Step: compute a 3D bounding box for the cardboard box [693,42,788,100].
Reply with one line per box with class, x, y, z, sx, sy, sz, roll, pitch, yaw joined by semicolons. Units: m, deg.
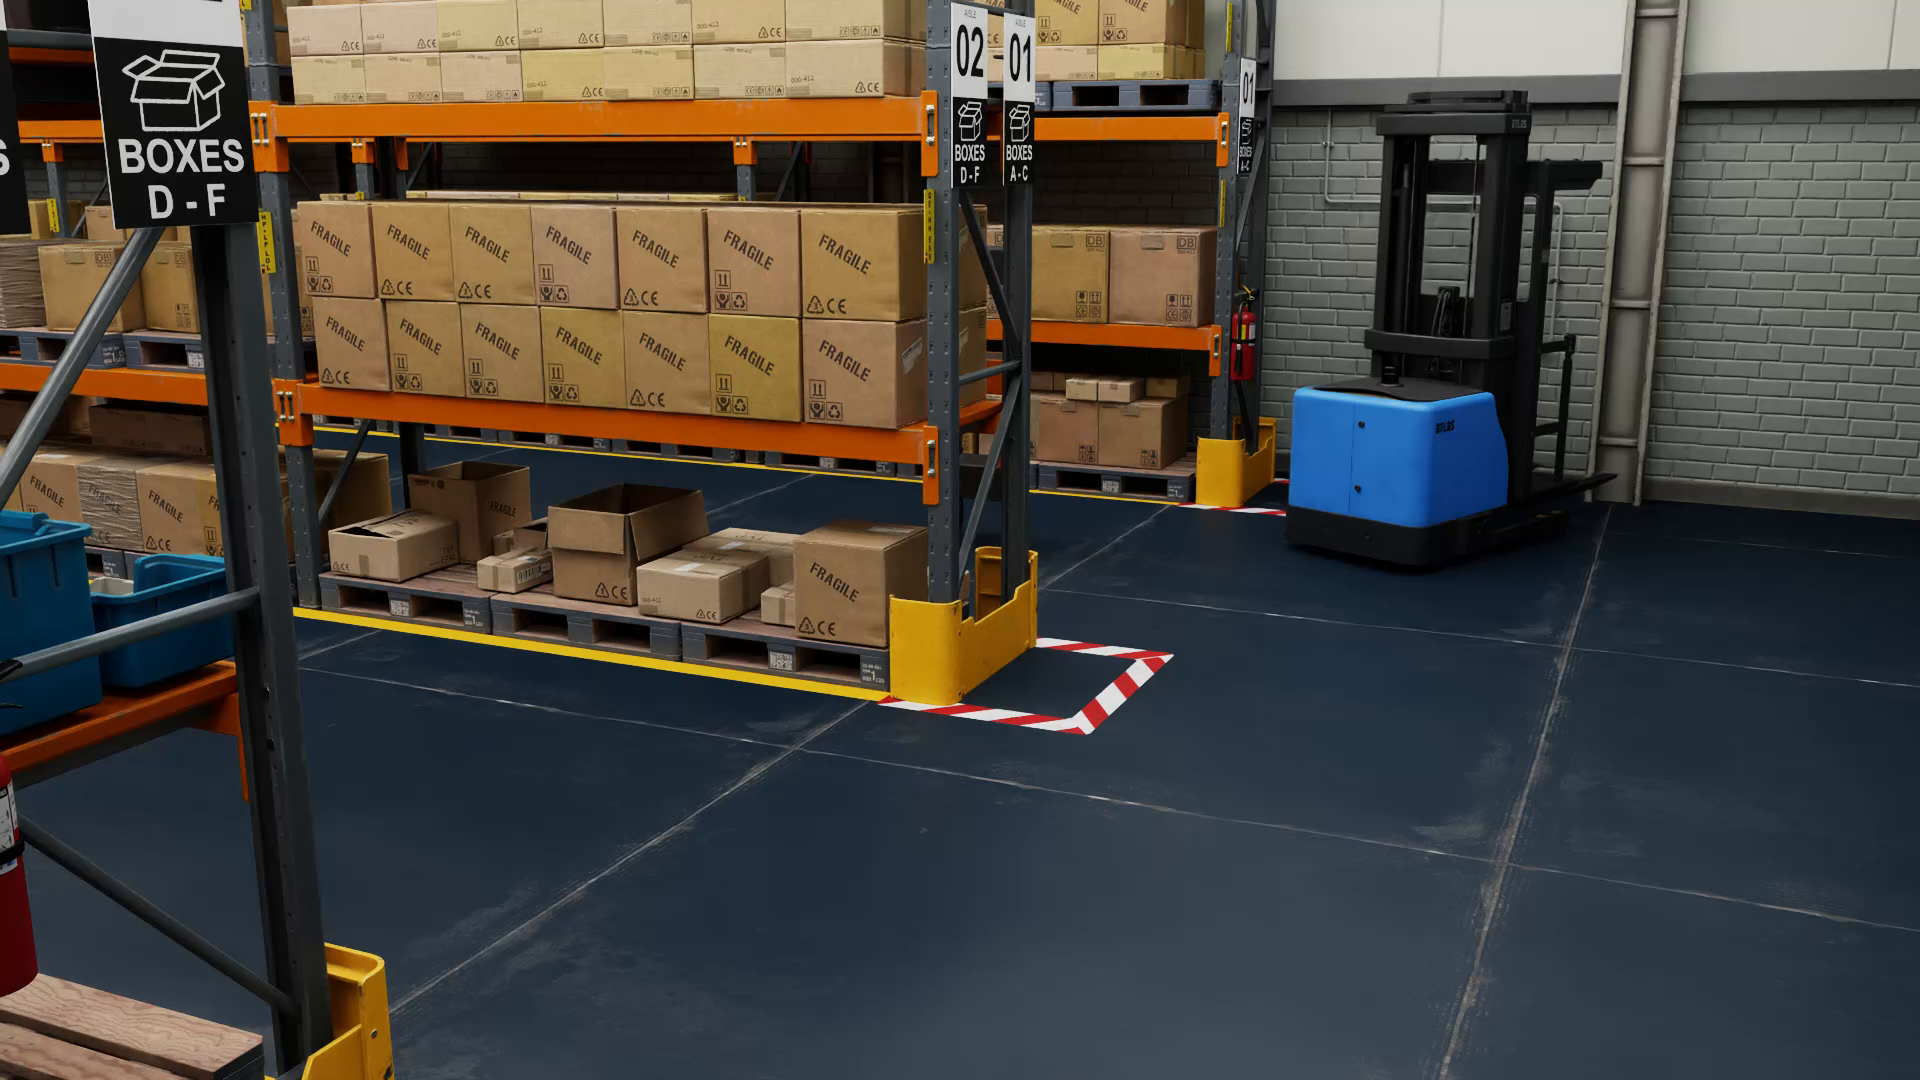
cardboard box;-0.923;-2.226;7.938;0.500;0.250;0.500;6;14;23

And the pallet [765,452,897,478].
pallet;-0.885;-0.759;14.026;1.213;0.211;1.003;6;14;23

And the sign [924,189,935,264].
sign;-0.137;-1.401;7.435;0.005;0.325;0.100;6;14;23

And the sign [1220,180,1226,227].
sign;1.876;-2.400;11.863;0.005;0.325;0.100;6;14;23

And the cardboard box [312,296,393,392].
cardboard box;-3.196;-1.113;9.211;0.500;0.500;0.500;6;15;25

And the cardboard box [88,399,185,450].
cardboard box;-5.268;-0.765;10.815;0.500;0.250;0.500;5;14;22

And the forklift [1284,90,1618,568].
forklift;3.556;-1.513;11.285;3.031;2.935;1.130;-12;18;-42

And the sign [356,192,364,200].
sign;-5.417;-2.984;15.045;0.005;0.325;0.100;6;14;23

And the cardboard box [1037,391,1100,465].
cardboard box;0.971;-0.911;13.122;0.500;0.500;0.700;6;14;23

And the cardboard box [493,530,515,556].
cardboard box;-2.548;0.021;9.875;0.250;0.149;0.380;6;14;23

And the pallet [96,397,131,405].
pallet;-8.150;-1.514;17.245;1.213;0.211;1.003;6;14;23

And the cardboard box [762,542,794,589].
cardboard box;-0.733;0.171;9.017;0.500;0.250;0.500;6;14;23

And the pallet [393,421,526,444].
pallet;-4.515;-1.127;15.595;1.213;0.211;1.003;6;14;23

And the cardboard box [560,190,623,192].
cardboard box;-3.280;-3.010;14.960;0.500;0.250;0.500;5;14;22

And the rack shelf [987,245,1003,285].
rack shelf;0.151;-1.675;10.793;0.480;0.518;0.431;6;14;23

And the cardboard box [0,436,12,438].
cardboard box;-6.258;-0.498;11.319;0.500;0.500;0.500;6;15;25

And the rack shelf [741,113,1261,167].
rack shelf;0.280;-3.128;13.028;4.000;0.370;1.077;6;14;23

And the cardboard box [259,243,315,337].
cardboard box;-3.894;-1.512;9.993;0.500;0.500;0.700;1;13;4

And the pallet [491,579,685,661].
pallet;-1.804;0.366;9.234;1.213;0.211;1.003;6;14;23

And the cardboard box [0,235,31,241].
cardboard box;-6.587;-1.757;11.036;0.500;0.500;0.700;1;13;4

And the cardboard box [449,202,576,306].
cardboard box;-2.293;-1.506;8.698;0.500;0.500;0.500;5;14;22

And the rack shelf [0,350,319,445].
rack shelf;-5.380;-1.003;10.537;4.000;0.370;1.077;6;14;23

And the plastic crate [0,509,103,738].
plastic crate;-2.286;0.198;3.636;0.499;0.435;0.616;6;14;23

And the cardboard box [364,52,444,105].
cardboard box;-2.751;-2.412;8.728;0.500;0.250;0.500;6;14;23

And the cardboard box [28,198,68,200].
cardboard box;-9.679;-3.381;17.740;0.500;0.500;0.500;6;14;23

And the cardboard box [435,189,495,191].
cardboard box;-4.686;-3.154;15.573;0.500;0.250;0.500;6;15;25

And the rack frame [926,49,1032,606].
rack frame;0.106;-0.798;8.089;0.127;3.000;1.000;6;14;23

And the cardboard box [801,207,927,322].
cardboard box;-0.412;-1.317;7.894;0.500;0.500;0.500;6;14;23

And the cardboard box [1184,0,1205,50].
cardboard box;1.539;-3.956;12.532;0.500;0.500;0.500;5;14;21

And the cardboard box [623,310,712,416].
cardboard box;-1.343;-0.926;8.415;0.500;0.500;0.500;6;14;24

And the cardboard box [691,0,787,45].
cardboard box;-0.924;-2.469;7.879;0.500;0.250;0.500;6;14;23

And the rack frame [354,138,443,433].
rack frame;-5.205;-2.573;15.654;0.127;3.000;1.000;6;14;23

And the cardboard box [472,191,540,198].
cardboard box;-3.944;-2.951;14.708;0.500;0.250;0.500;6;14;24

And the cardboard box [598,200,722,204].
cardboard box;-1.594;-1.570;8.974;0.500;0.500;0.500;6;14;23

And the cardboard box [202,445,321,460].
cardboard box;-4.387;-0.308;10.510;0.500;0.500;0.500;6;14;24

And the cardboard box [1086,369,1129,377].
cardboard box;1.160;-1.257;13.178;0.250;0.149;0.380;6;14;23

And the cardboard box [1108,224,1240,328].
cardboard box;1.639;-2.024;12.658;0.700;0.700;0.980;7;15;26

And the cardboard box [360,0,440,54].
cardboard box;-2.749;-2.656;8.675;0.500;0.250;0.500;6;14;23

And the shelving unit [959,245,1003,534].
shelving unit;0.151;-1.007;10.950;0.503;2.100;0.431;6;14;23

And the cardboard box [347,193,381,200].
cardboard box;-5.533;-3.177;15.628;0.250;0.149;0.380;4;14;16

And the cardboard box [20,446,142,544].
cardboard box;-5.491;-0.292;10.440;0.500;0.500;0.500;5;14;21

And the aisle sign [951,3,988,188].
aisle sign;0.044;-1.993;7.492;0.004;0.787;0.394;6;14;23

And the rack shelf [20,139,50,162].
rack shelf;-10.691;-4.238;17.760;4.000;0.370;1.077;6;14;23

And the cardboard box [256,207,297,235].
cardboard box;-6.787;-2.988;16.241;0.500;0.500;0.700;6;14;23

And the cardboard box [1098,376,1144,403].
cardboard box;1.237;-1.154;12.739;0.250;0.149;0.380;6;14;23

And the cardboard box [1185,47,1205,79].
cardboard box;1.541;-3.592;12.621;0.500;0.250;0.500;7;15;26

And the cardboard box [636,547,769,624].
cardboard box;-1.347;0.234;8.749;0.500;0.250;0.500;6;14;23

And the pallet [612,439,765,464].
pallet;-2.284;-0.901;14.633;1.213;0.211;1.003;6;14;23

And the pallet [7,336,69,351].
pallet;-6.560;-1.397;11.061;1.003;0.211;1.213;6;14;23

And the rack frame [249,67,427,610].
rack frame;-3.551;-1.168;9.666;0.127;3.000;1.000;6;14;23
